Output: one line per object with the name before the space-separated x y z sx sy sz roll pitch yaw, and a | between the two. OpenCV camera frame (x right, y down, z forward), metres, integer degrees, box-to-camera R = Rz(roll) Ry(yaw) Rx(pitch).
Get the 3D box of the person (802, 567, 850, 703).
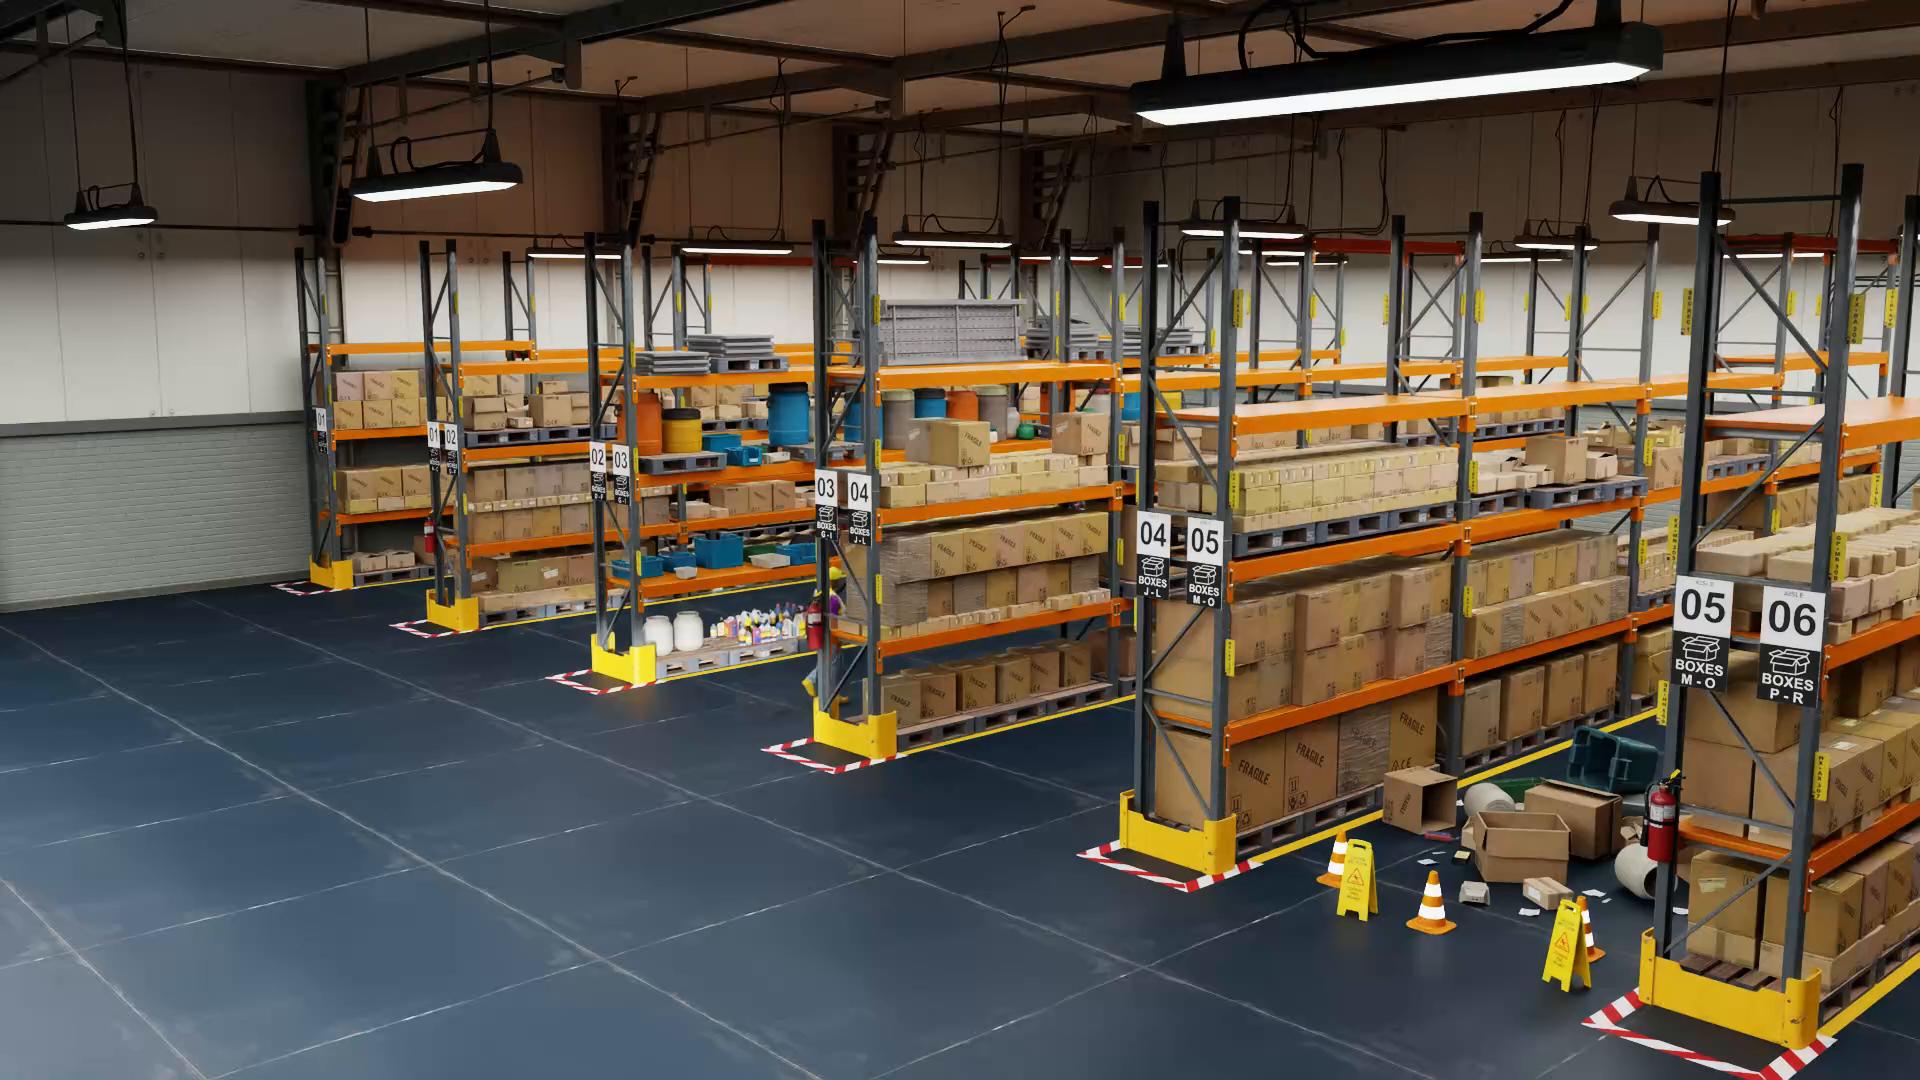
person | -1.700 1.210 21.031 0.603 1.758 0.565 -1 8 -9
